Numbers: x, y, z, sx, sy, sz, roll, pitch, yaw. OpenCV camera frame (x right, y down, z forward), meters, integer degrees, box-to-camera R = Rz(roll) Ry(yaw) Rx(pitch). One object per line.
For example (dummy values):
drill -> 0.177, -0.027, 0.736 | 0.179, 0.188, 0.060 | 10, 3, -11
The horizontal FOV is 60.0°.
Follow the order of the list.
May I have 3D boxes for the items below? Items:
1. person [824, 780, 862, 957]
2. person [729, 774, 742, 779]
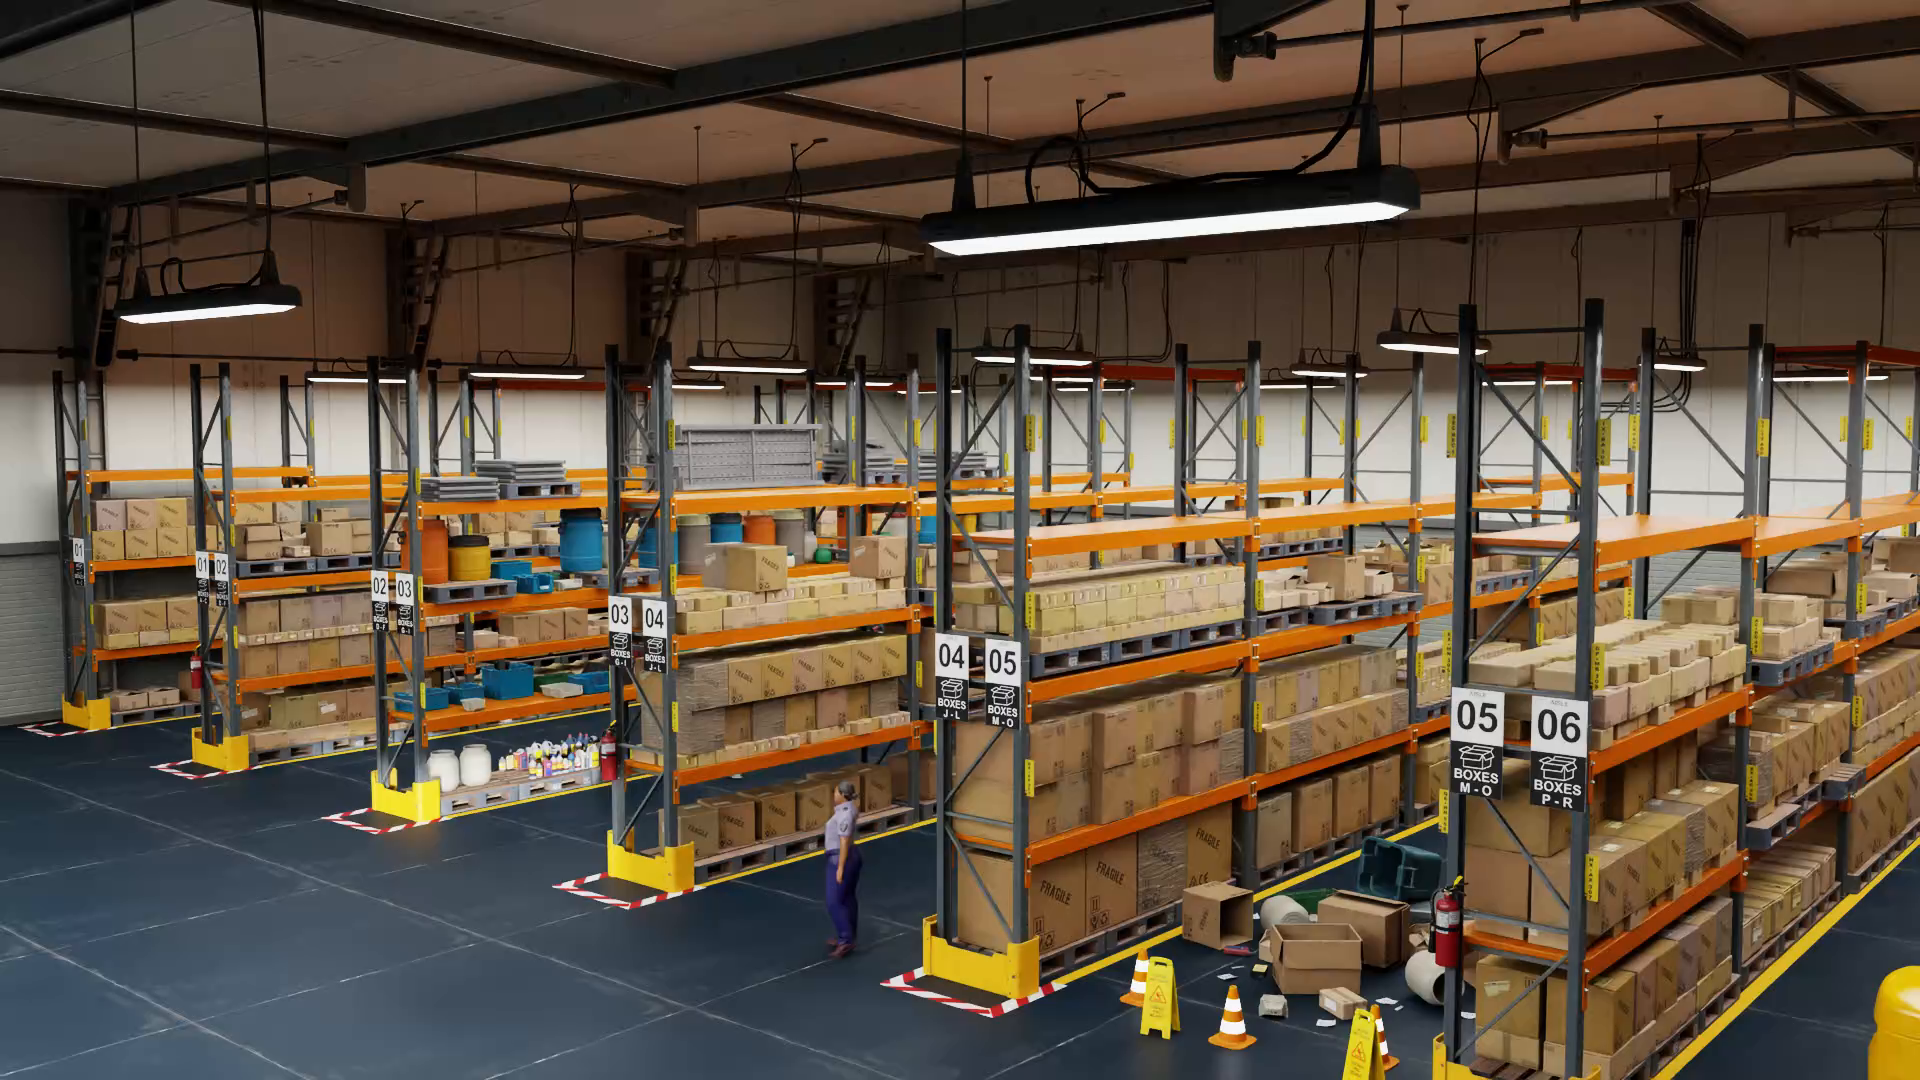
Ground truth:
person -> -1.147, 3.186, 16.224 | 0.353, 1.693, 0.530 | 1, 4, 9
person -> -3.291, 2.585, 24.181 | 0.594, 1.661, 0.563 | 2, 5, 31
